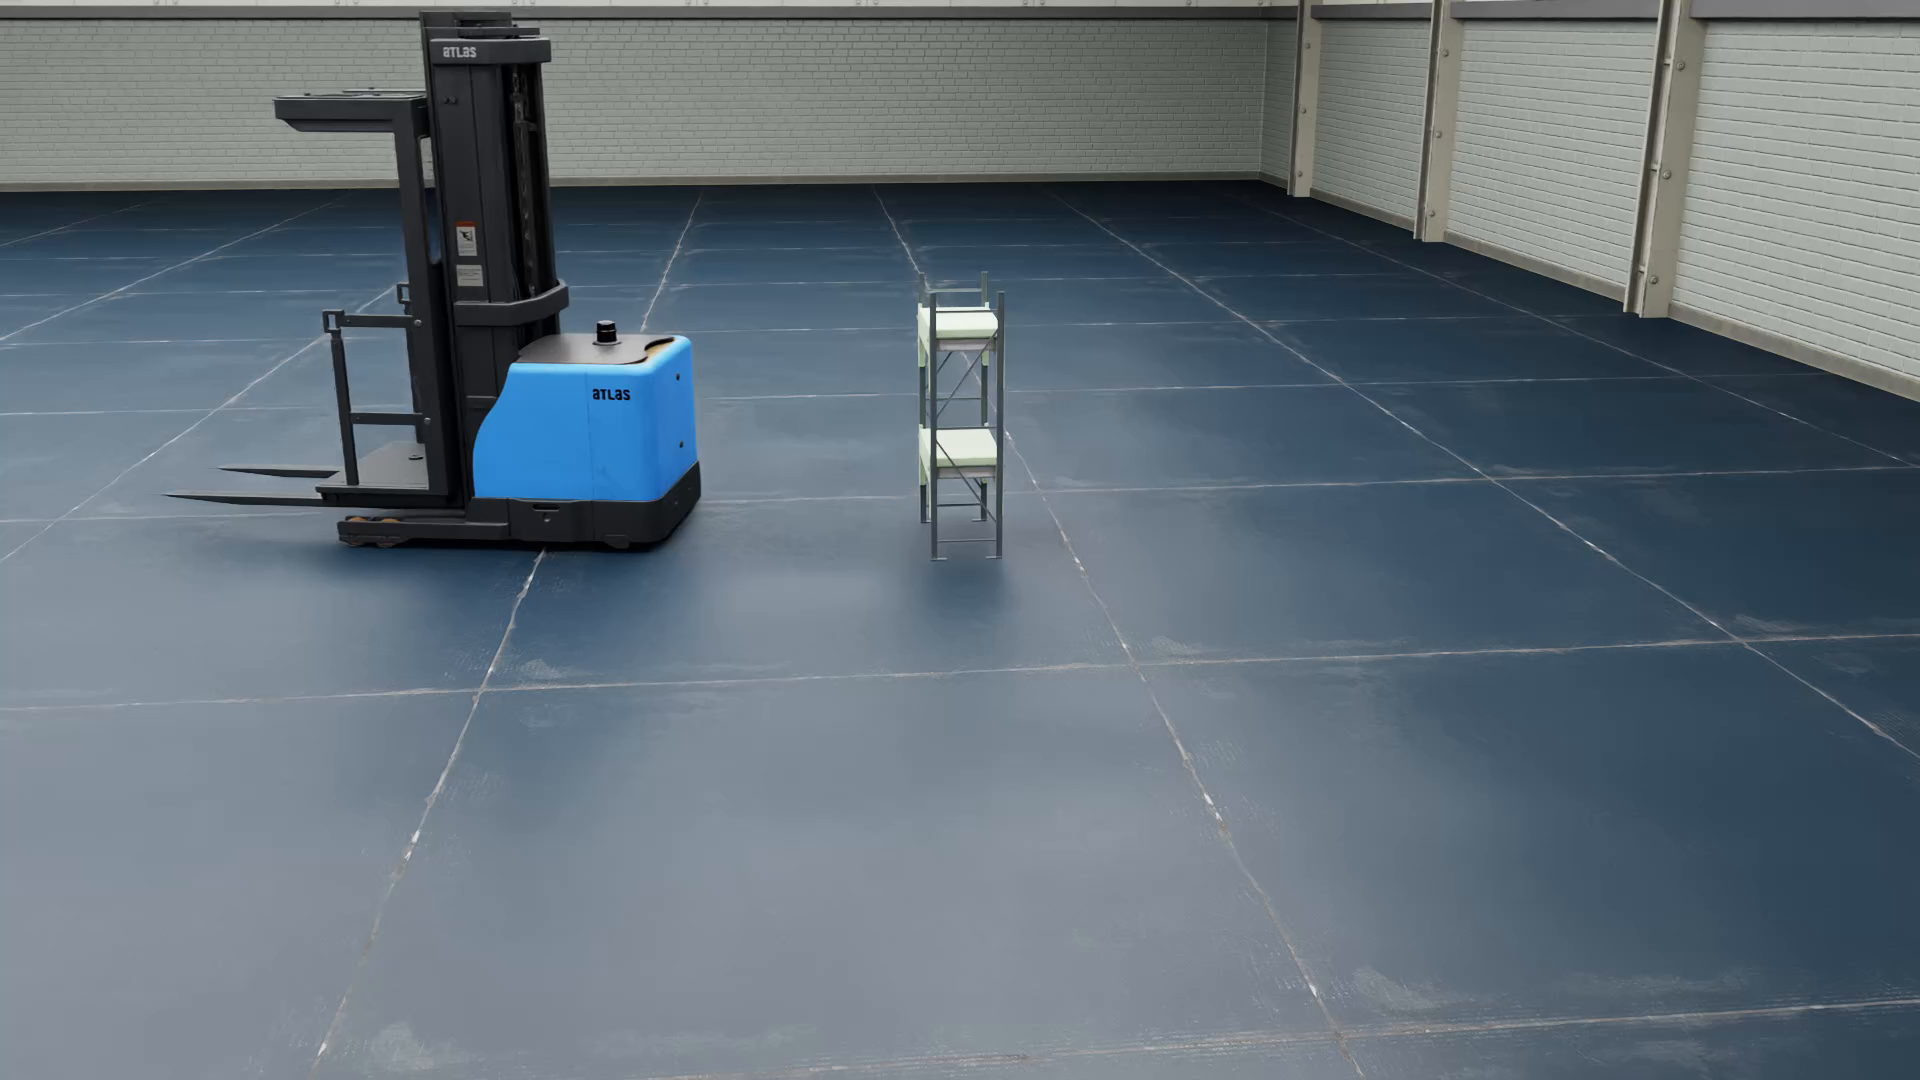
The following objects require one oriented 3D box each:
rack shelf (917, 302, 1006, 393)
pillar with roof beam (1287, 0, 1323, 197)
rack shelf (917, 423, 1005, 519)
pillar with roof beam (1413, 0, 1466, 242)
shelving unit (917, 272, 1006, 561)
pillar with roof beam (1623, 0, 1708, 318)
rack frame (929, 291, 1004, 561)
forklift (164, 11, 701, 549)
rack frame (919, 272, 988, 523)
[{"bbox_3d":[-0.001,-1.090,9.342,0.431,0.370,0.720,-2,18,-6],"label":"rack shelf"},{"bbox_3d":[1.520,-10.052,26.671,9.100,9.000,0.400,-2,18,-6],"label":"pillar with roof beam"},{"bbox_3d":[-0.001,-0.407,9.556,0.431,0.370,0.720,-2,18,-6],"label":"rack shelf"},{"bbox_3d":[2.139,-8.264,20.977,9.100,9.000,0.400,-2,18,-6],"label":"pillar with roof beam"},{"bbox_3d":[-0.001,-0.718,9.459,0.431,1.500,0.755,-2,18,-6],"label":"shelving unit"},{"bbox_3d":[2.758,-6.476,15.283,9.100,9.000,0.400,-2,18,-6],"label":"pillar with roof beam"},{"bbox_3d":[0.037,-0.609,9.111,0.400,1.500,0.023,-2,18,-6],"label":"rack frame"},{"bbox_3d":[-3.150,-1.511,9.595,3.031,2.935,1.130,2,17,5],"label":"forklift"},{"bbox_3d":[-0.038,-0.827,9.806,0.400,1.500,0.023,-2,18,-6],"label":"rack frame"}]
